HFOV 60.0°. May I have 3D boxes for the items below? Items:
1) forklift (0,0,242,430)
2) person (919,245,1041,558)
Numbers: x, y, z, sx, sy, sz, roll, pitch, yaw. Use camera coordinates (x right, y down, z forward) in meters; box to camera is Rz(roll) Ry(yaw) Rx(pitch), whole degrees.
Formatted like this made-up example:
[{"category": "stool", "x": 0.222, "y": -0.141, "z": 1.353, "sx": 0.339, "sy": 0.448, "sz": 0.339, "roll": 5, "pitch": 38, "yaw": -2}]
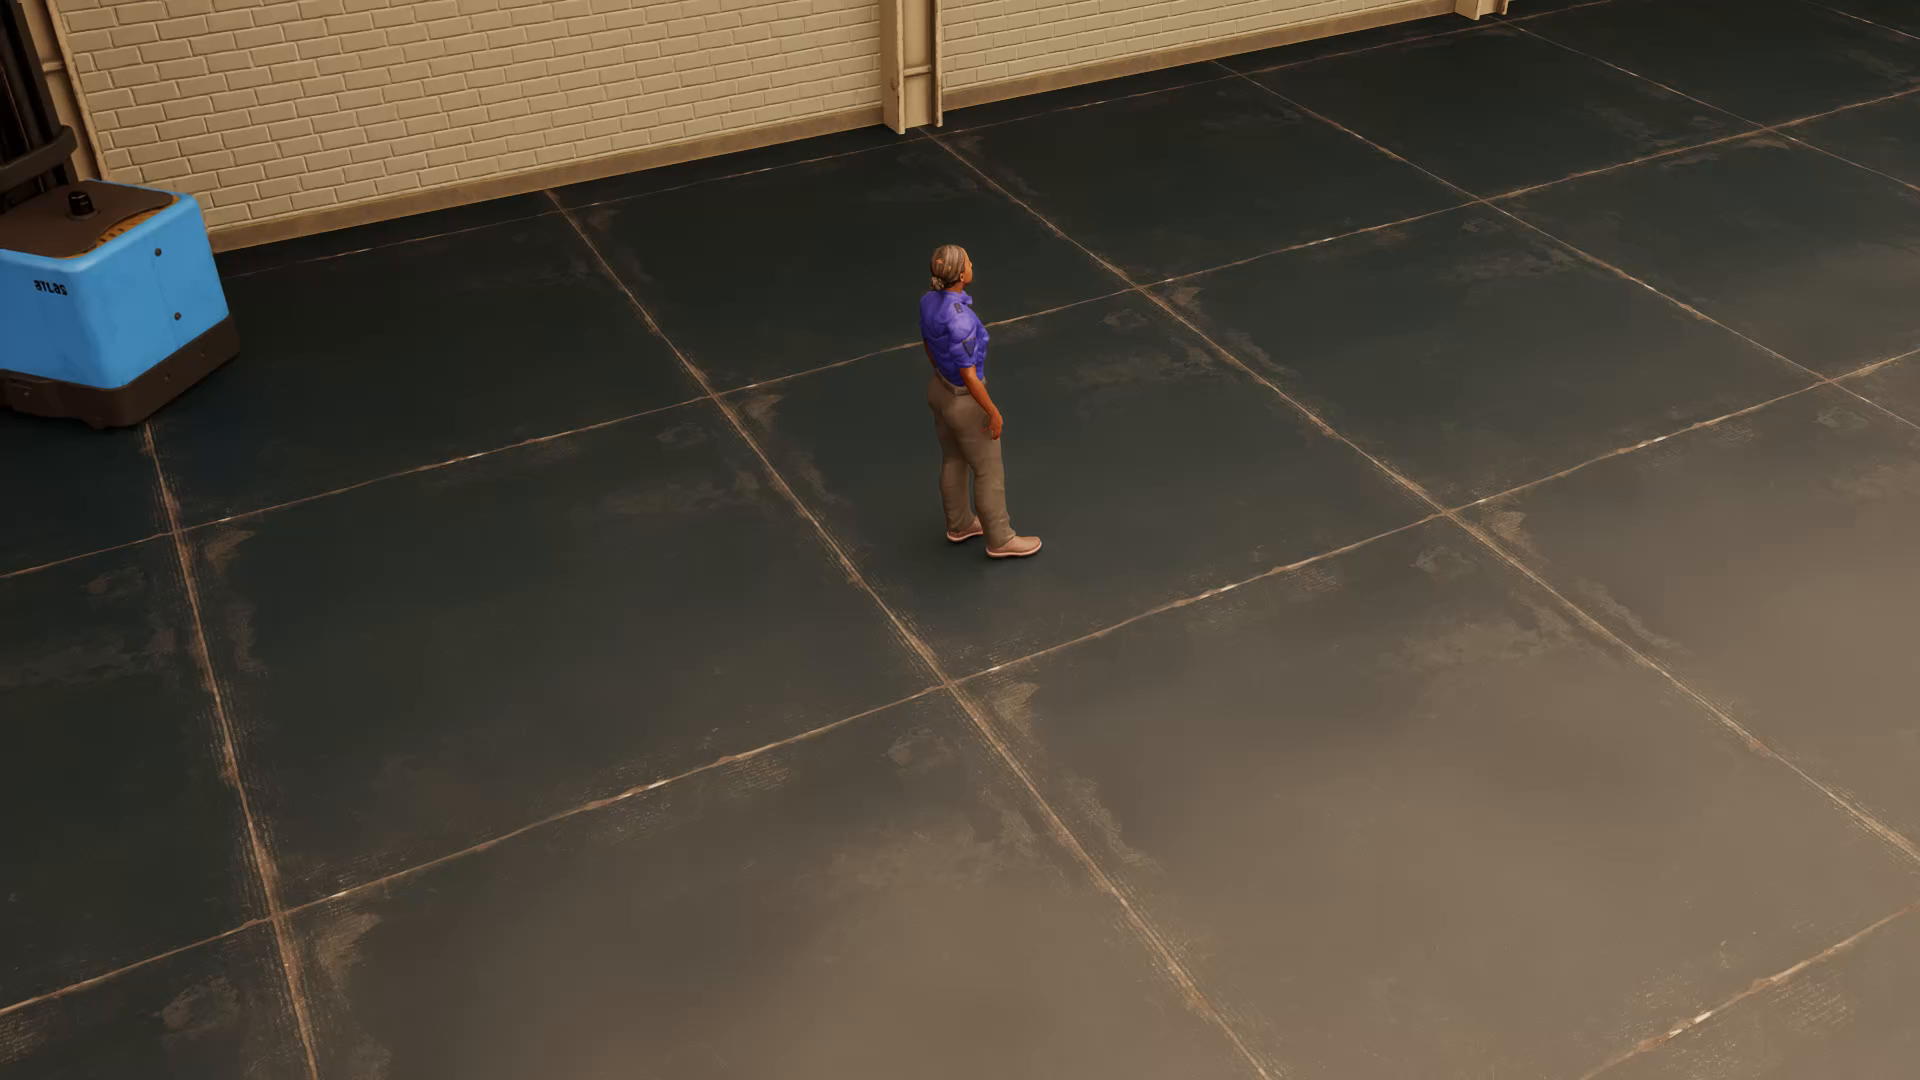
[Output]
[{"category": "forklift", "x": -5.976, "y": -2.330, "z": 9.420, "sx": 3.031, "sy": 2.935, "sz": 1.130, "roll": 11, "pitch": 37, "yaw": 15}, {"category": "person", "x": 0.087, "y": -0.695, "z": 8.200, "sx": 0.504, "sy": 1.654, "sz": 0.569, "roll": -17, "pitch": 39, "yaw": -23}]
